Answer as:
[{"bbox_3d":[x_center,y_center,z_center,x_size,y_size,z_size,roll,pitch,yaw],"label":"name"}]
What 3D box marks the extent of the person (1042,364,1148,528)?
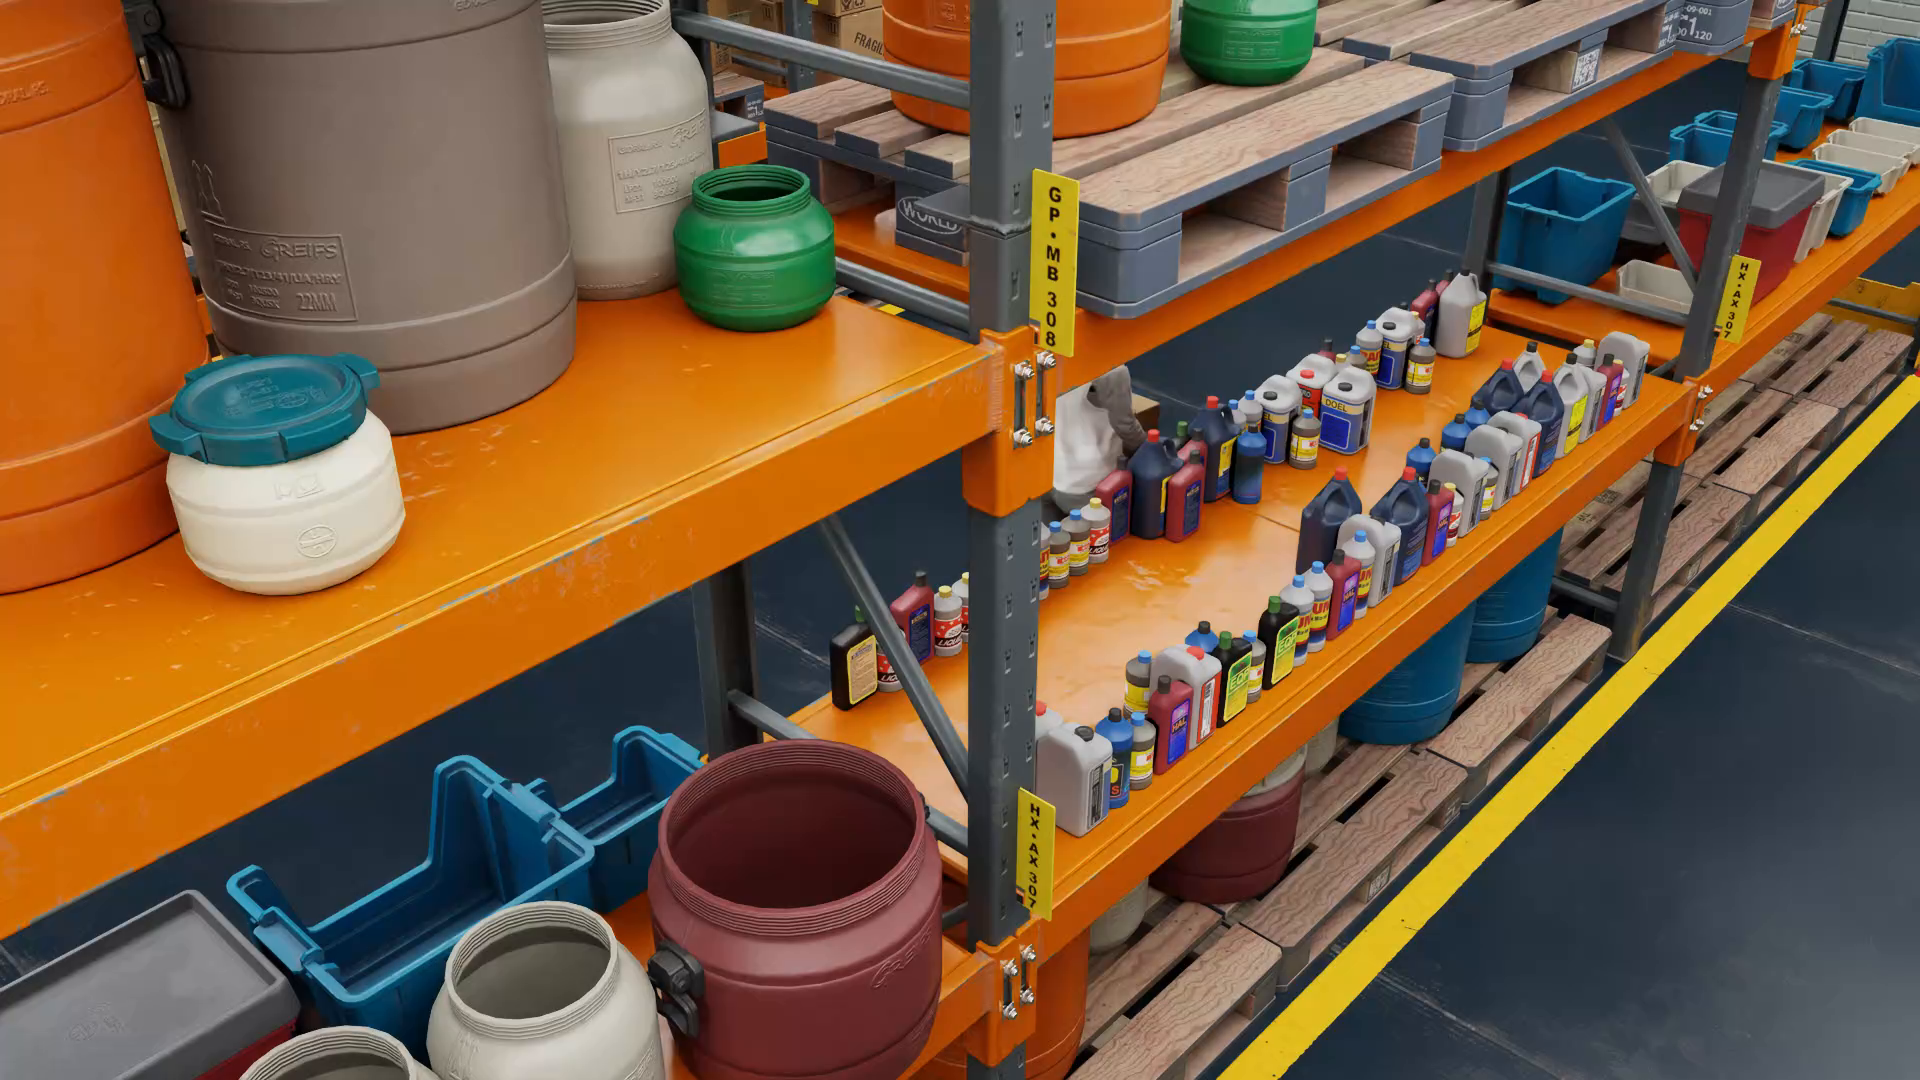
[{"bbox_3d":[0.487,-0.319,6.631,0.528,1.778,0.529,25,39,35],"label":"person"}]
